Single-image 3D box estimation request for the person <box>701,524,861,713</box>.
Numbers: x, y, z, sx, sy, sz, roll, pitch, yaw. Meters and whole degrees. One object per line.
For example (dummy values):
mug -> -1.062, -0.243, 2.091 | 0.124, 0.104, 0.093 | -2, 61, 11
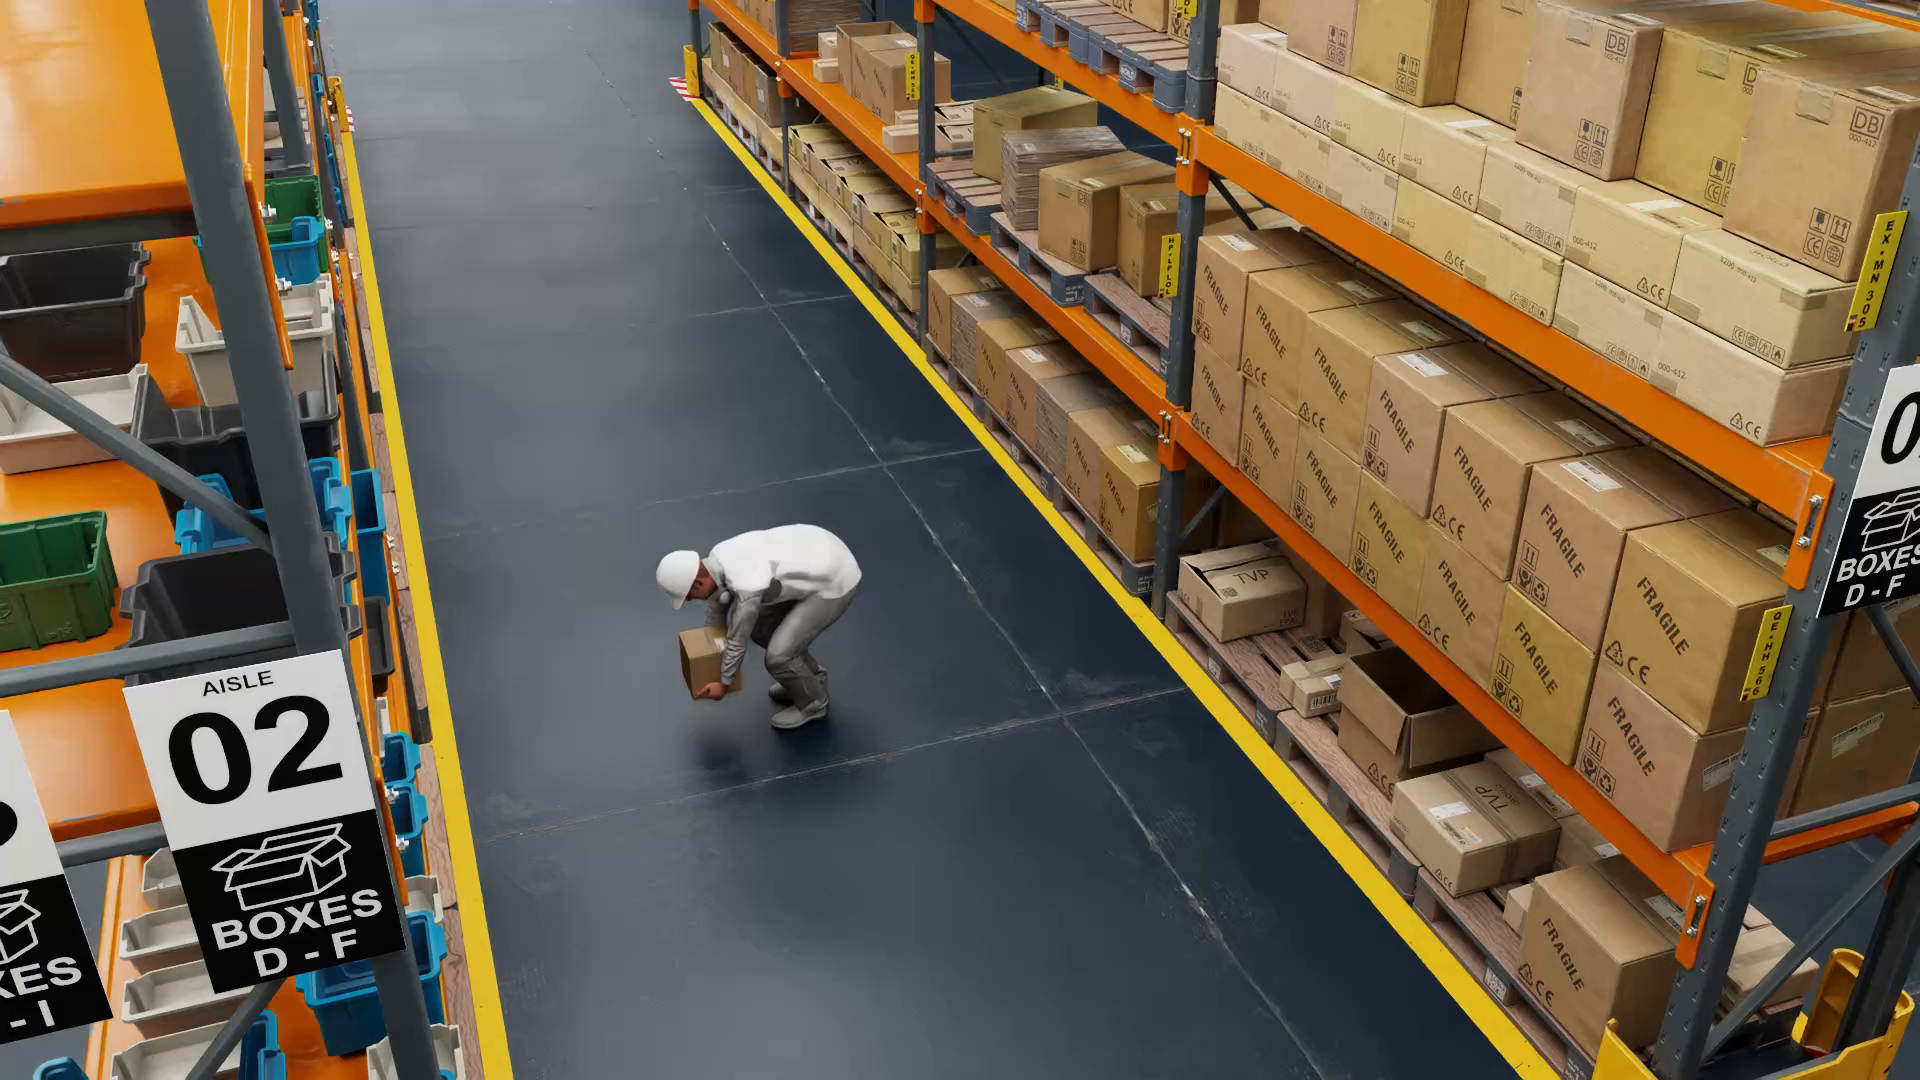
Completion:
person -> -0.883, 0.392, 8.303 | 0.772, 0.989, 0.494 | -12, 32, -20
